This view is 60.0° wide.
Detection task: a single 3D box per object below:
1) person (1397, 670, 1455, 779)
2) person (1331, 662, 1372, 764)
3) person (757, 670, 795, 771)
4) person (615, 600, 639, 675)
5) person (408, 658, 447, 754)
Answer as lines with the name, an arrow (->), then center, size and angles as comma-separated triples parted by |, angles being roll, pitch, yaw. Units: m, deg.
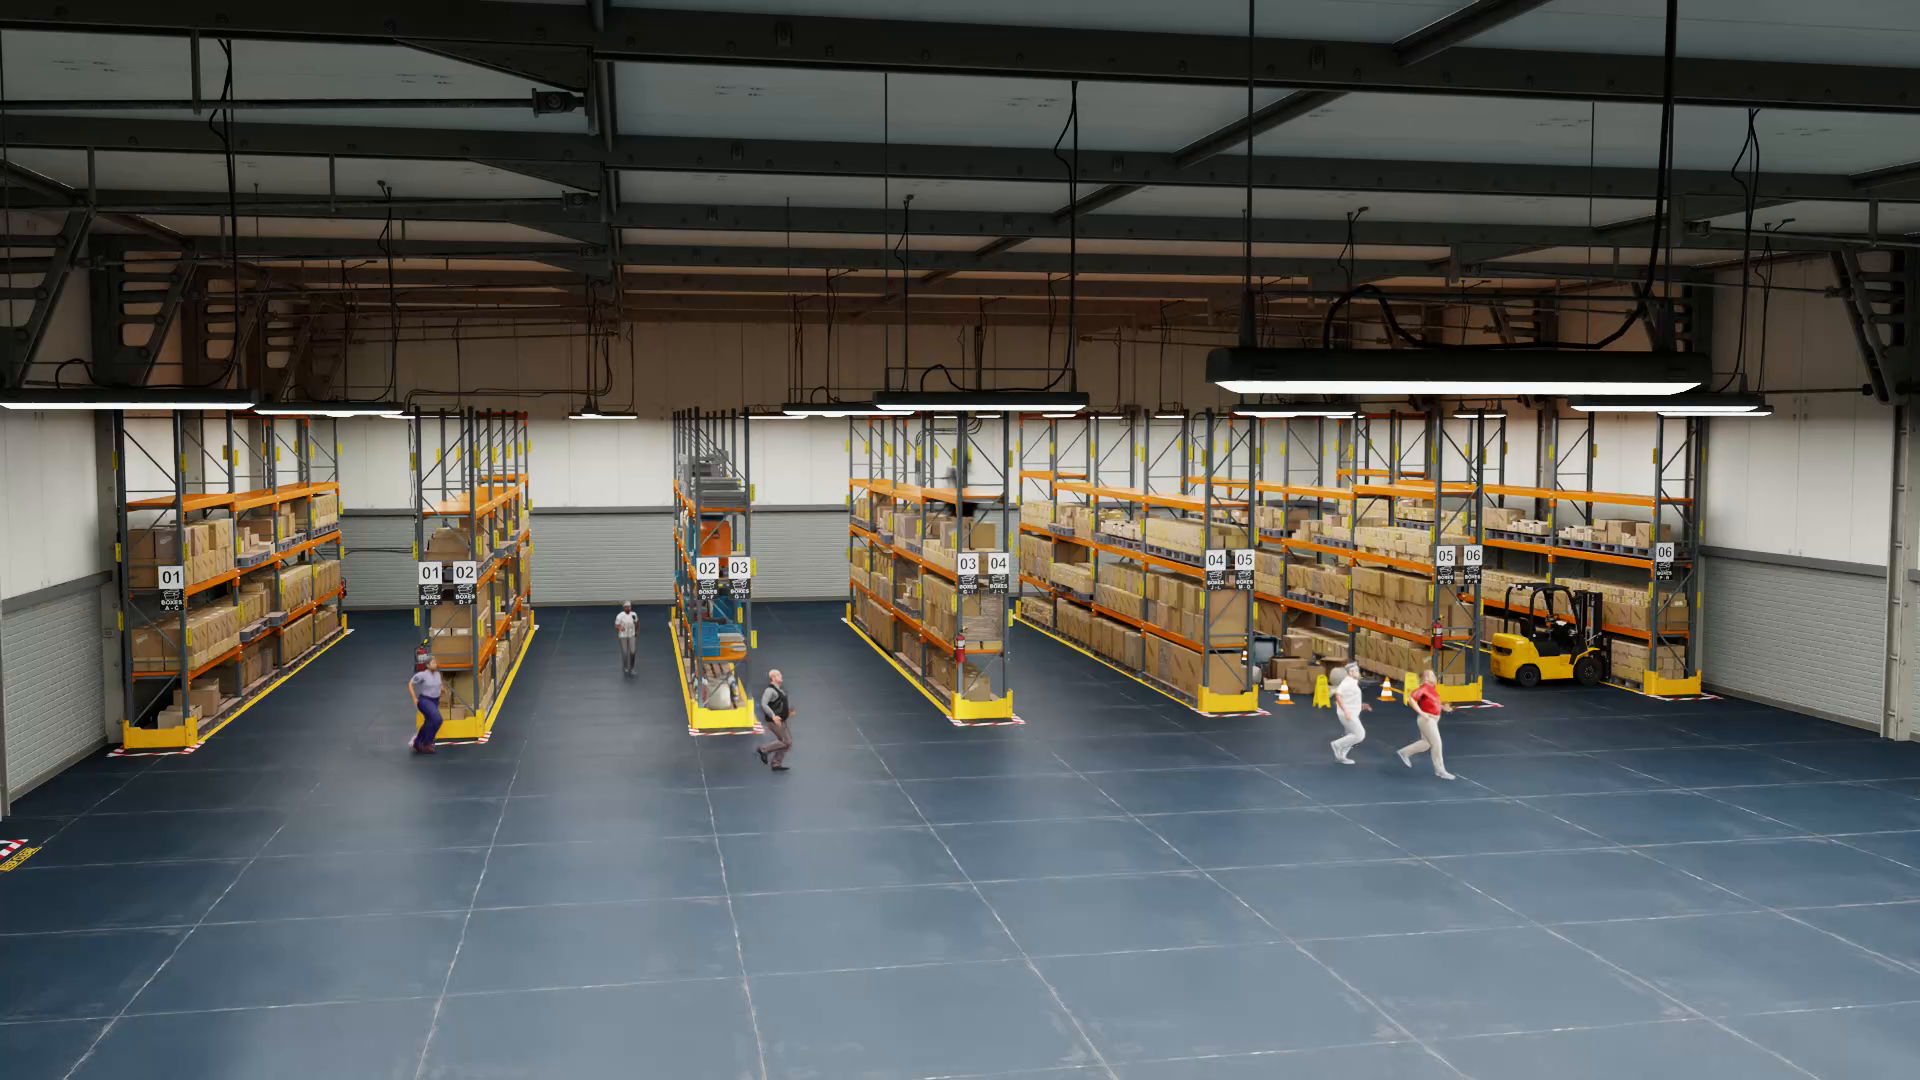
person -> 7.569, 2.959, 26.881 | 0.890, 1.737, 0.664 | 2, 5, 28
person -> 6.543, 2.886, 27.763 | 0.632, 1.726, 0.651 | 2, 4, 21
person -> -3.002, 2.955, 27.213 | 0.583, 1.676, 0.658 | 1, 4, 10
person -> -7.525, 2.219, 37.653 | 0.572, 1.725, 0.697 | -1, 4, -16
person -> -9.192, 2.849, 28.868 | 0.652, 1.622, 0.591 | 2, 4, 21
